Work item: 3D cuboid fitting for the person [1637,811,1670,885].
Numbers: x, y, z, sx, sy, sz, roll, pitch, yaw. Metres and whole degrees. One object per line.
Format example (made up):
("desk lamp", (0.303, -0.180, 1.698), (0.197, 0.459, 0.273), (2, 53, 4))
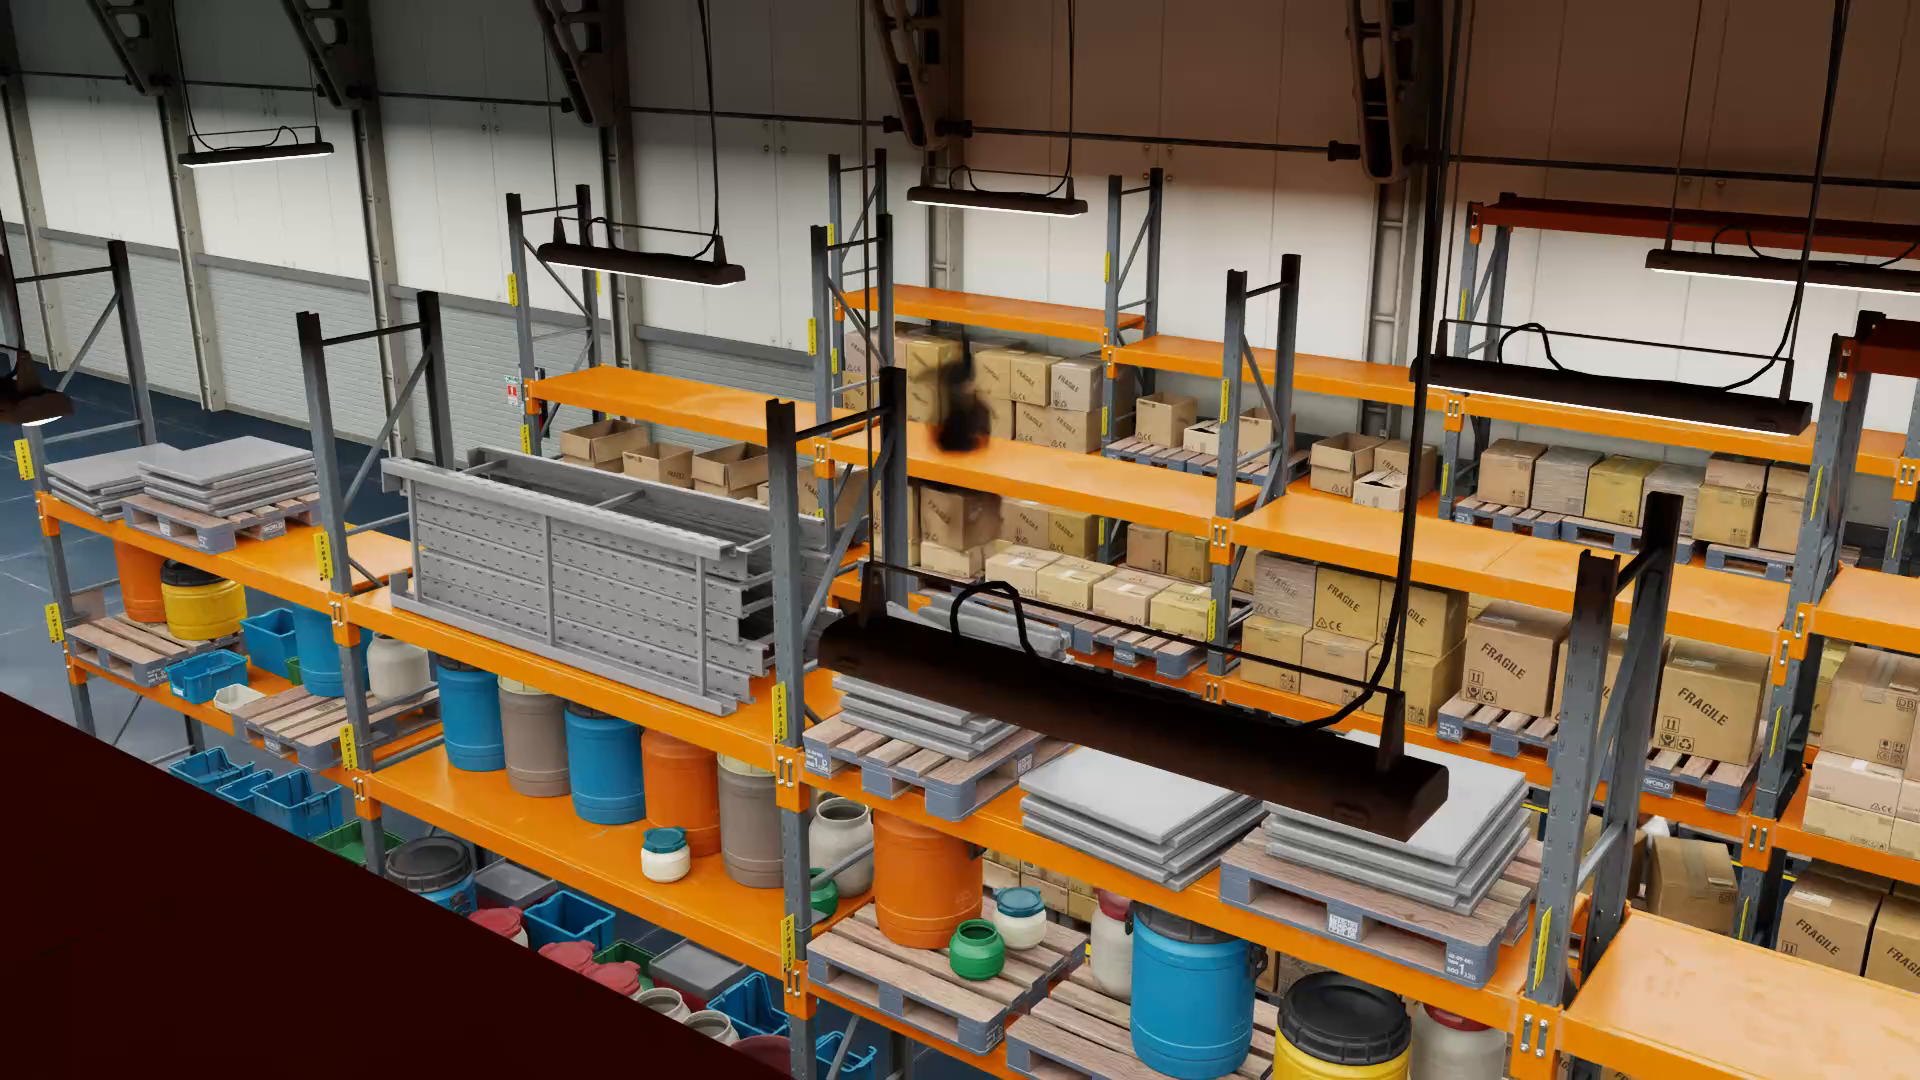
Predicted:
("person", (5.732, 2.893, 13.854), (0.792, 1.673, 0.688), (9, 21, 26))
